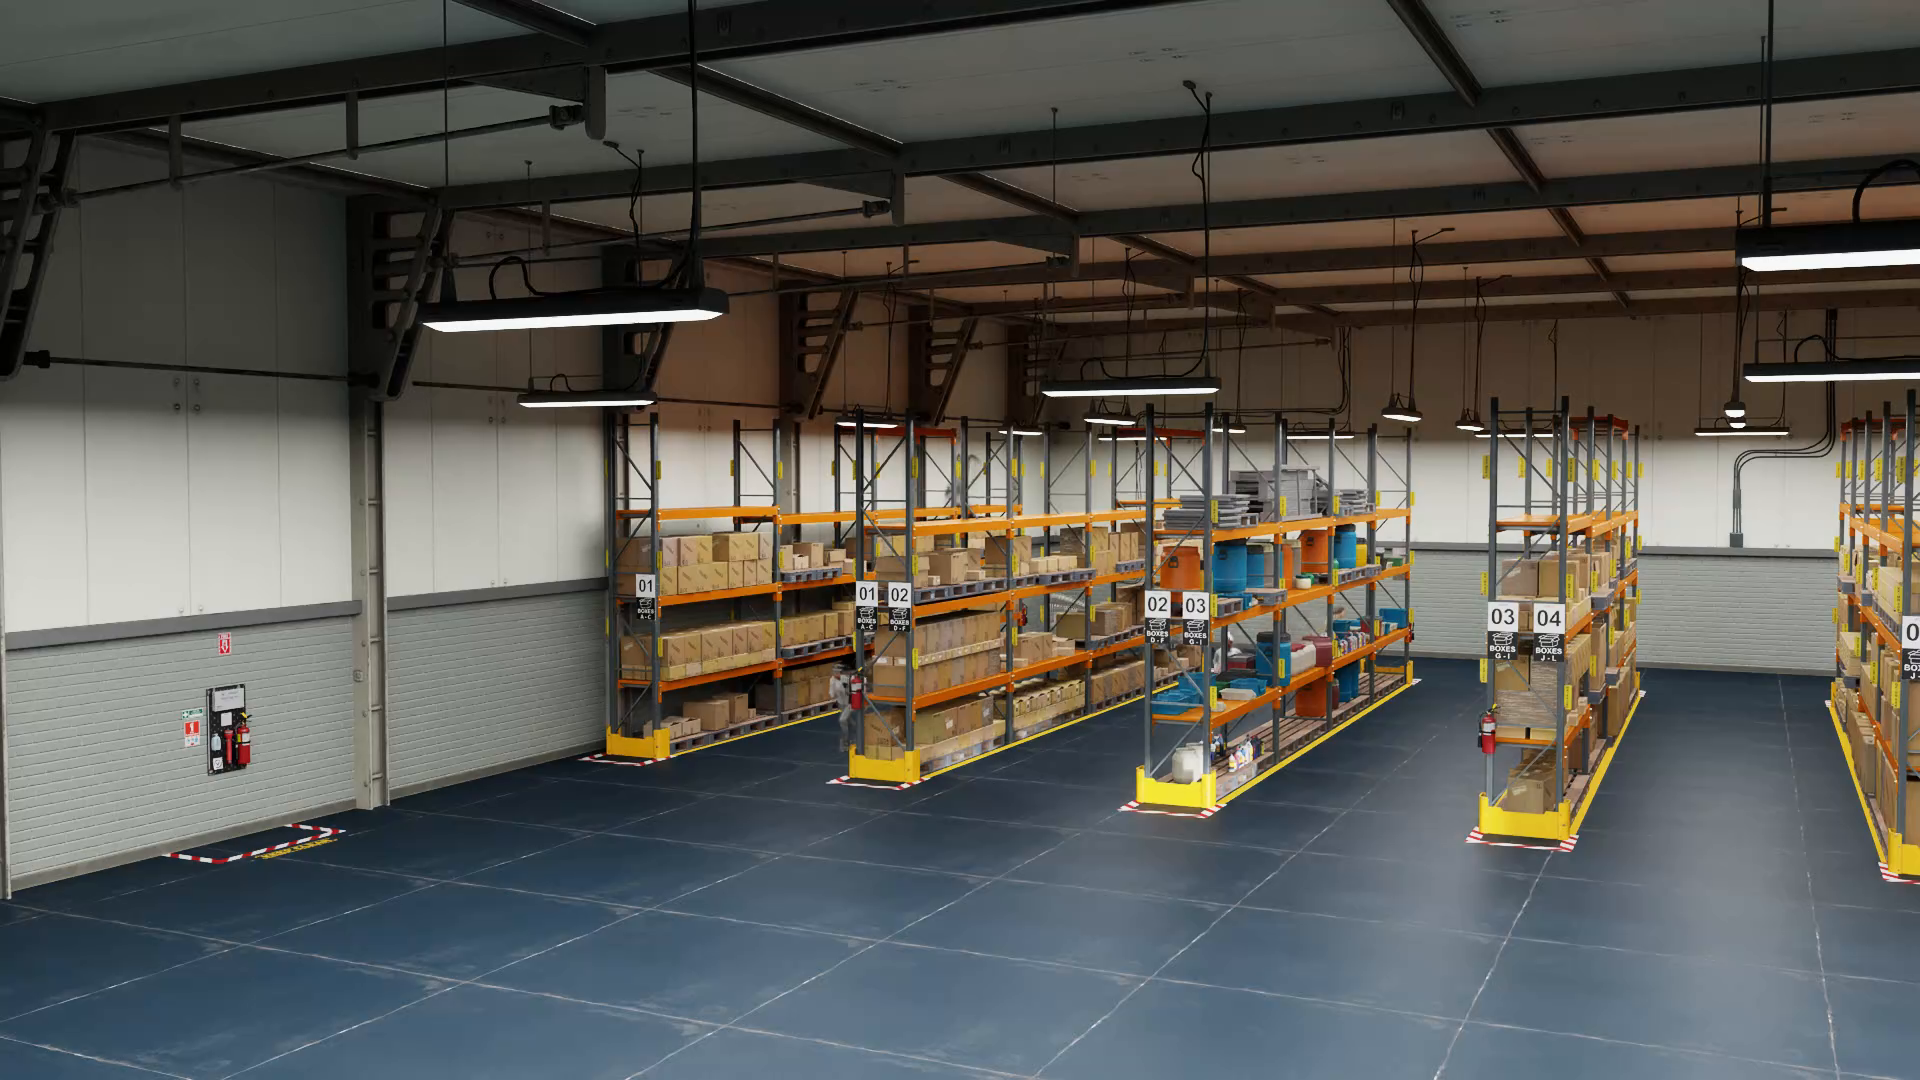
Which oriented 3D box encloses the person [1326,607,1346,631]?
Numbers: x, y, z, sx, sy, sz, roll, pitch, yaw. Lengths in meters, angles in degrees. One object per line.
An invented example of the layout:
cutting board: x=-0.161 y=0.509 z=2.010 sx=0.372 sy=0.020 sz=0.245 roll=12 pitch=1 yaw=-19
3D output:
person: x=9.307 y=2.476 z=41.876 sx=0.951 sy=1.625 sz=0.619 roll=2 pitch=3 yaw=45

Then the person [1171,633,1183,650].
person: x=5.604 y=2.357 z=42.853 sx=0.772 sy=1.753 sz=0.673 roll=1 pitch=3 yaw=29

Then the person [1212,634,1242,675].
person: x=5.351 y=2.744 z=33.150 sx=0.684 sy=1.765 sz=0.883 roll=1 pitch=3 yaw=25

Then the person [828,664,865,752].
person: x=-1.980 y=2.993 z=29.751 sx=0.654 sy=1.612 sz=0.944 roll=1 pitch=3 yaw=29
